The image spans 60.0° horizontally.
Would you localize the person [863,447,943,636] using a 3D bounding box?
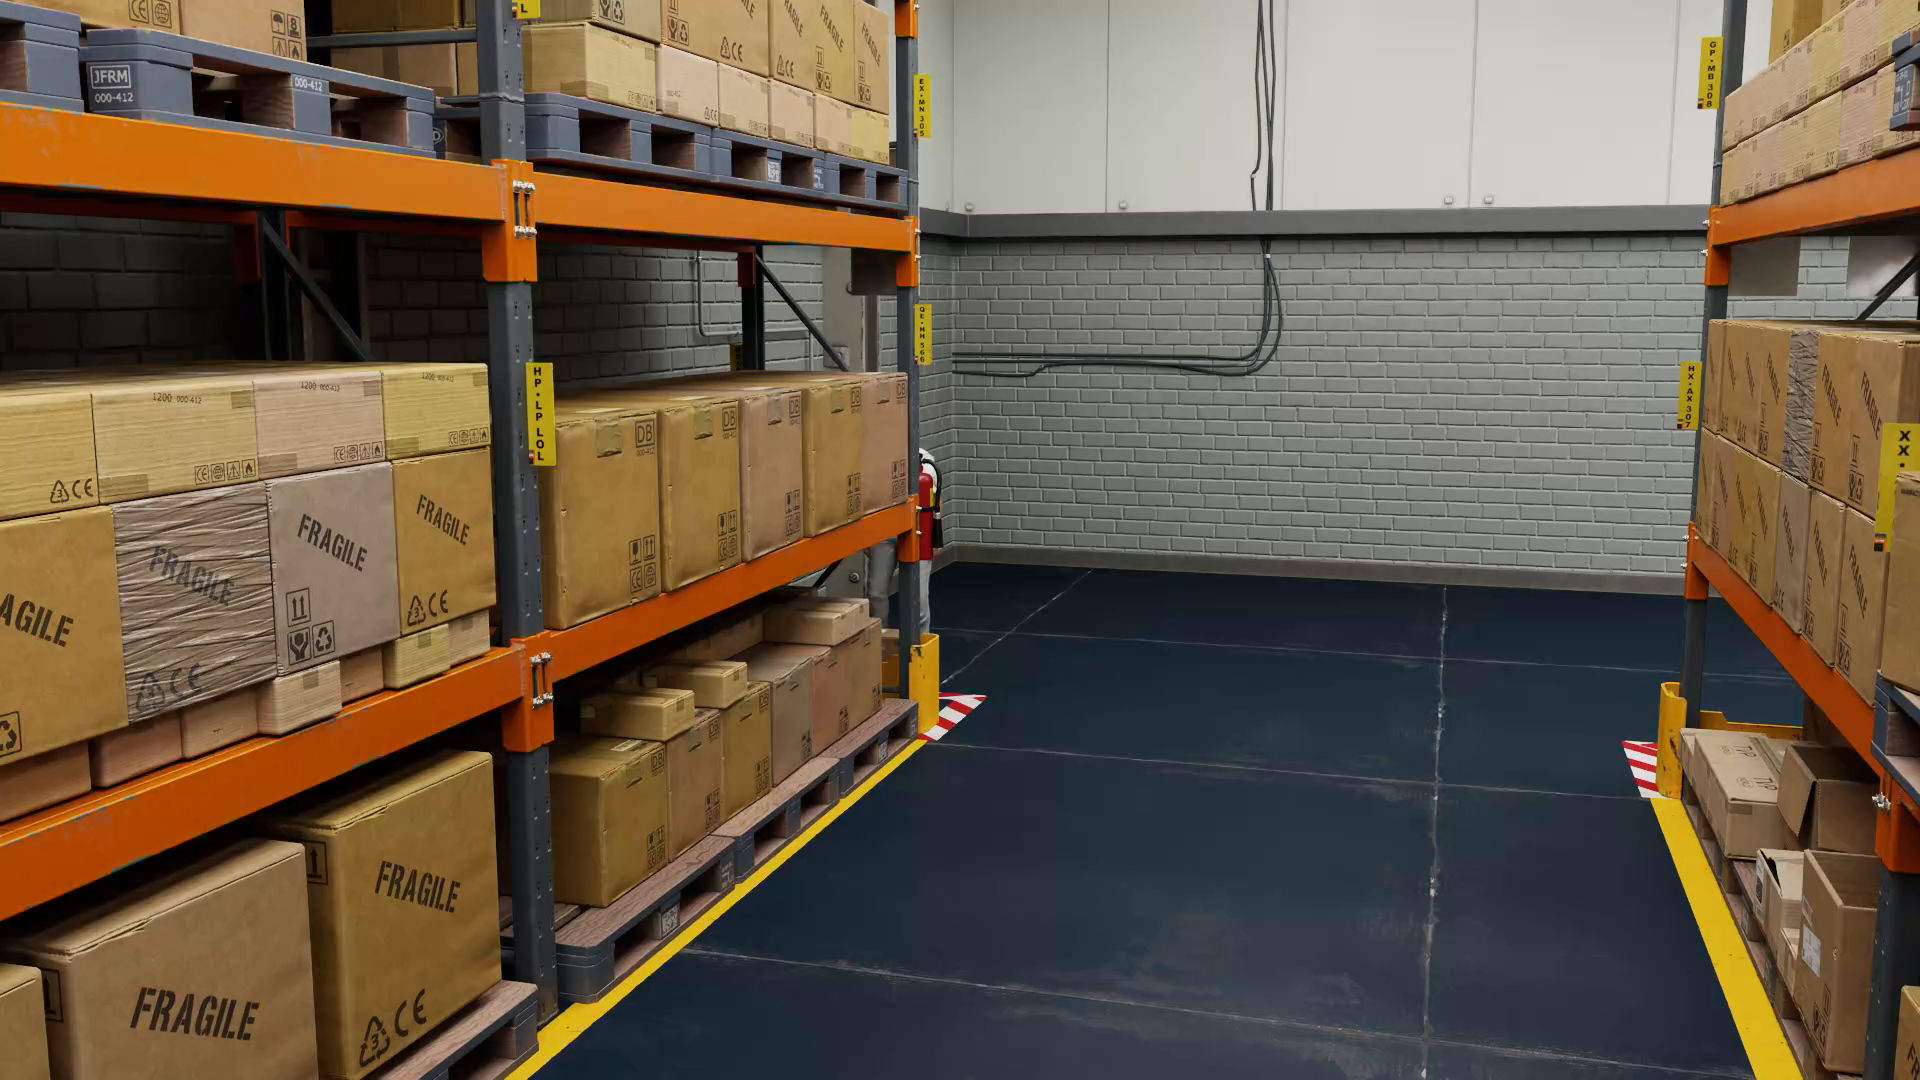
[{"bbox_3d":[-0.400,-0.007,10.861,0.563,1.665,0.470,2,9,13],"label":"person"}]
